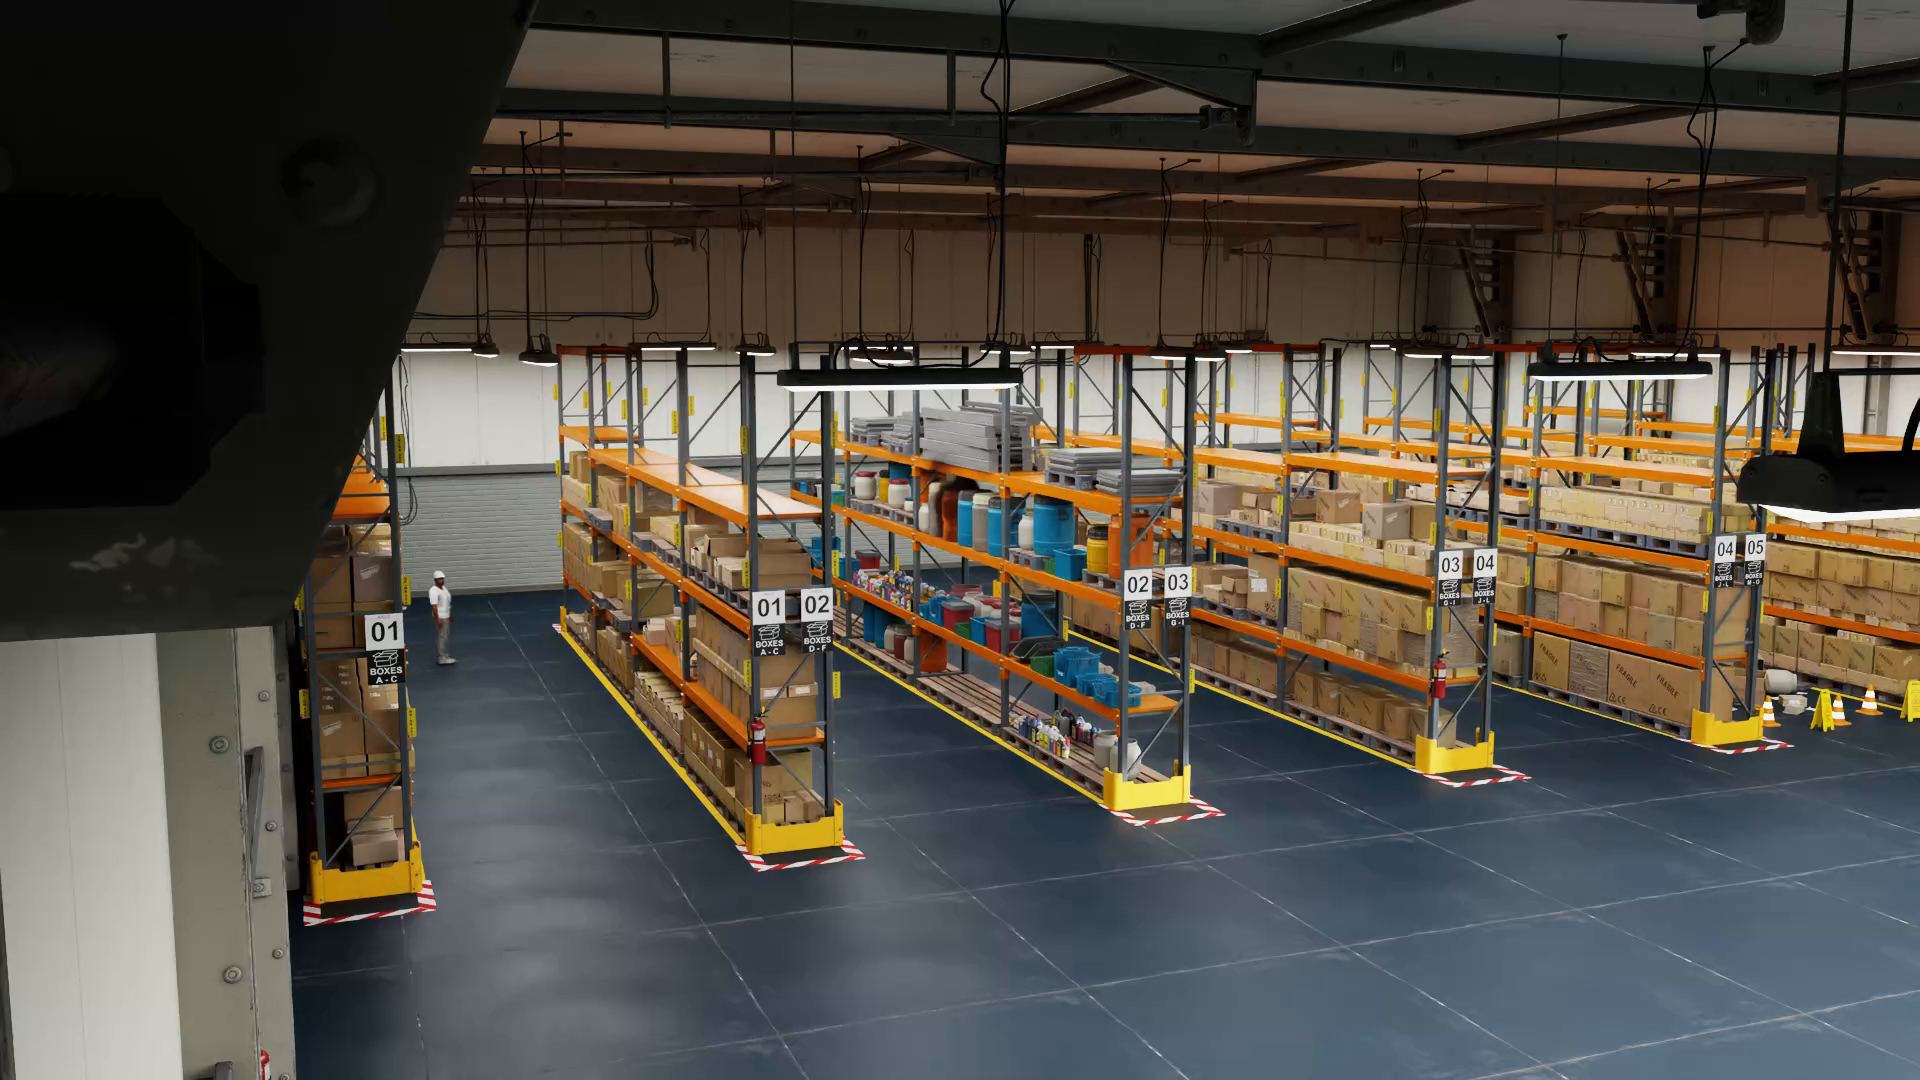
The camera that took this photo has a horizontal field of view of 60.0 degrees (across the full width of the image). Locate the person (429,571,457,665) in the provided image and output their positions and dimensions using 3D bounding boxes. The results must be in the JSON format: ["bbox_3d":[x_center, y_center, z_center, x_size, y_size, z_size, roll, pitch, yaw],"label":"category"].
[{"bbox_3d":[-9.803,1.465,31.485,0.408,1.785,0.598,-1,7,-6],"label":"person"}]

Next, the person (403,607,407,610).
[{"bbox_3d":[-12.737,0.804,37.289,0.561,1.578,0.404,-2,8,-15],"label":"person"}]
